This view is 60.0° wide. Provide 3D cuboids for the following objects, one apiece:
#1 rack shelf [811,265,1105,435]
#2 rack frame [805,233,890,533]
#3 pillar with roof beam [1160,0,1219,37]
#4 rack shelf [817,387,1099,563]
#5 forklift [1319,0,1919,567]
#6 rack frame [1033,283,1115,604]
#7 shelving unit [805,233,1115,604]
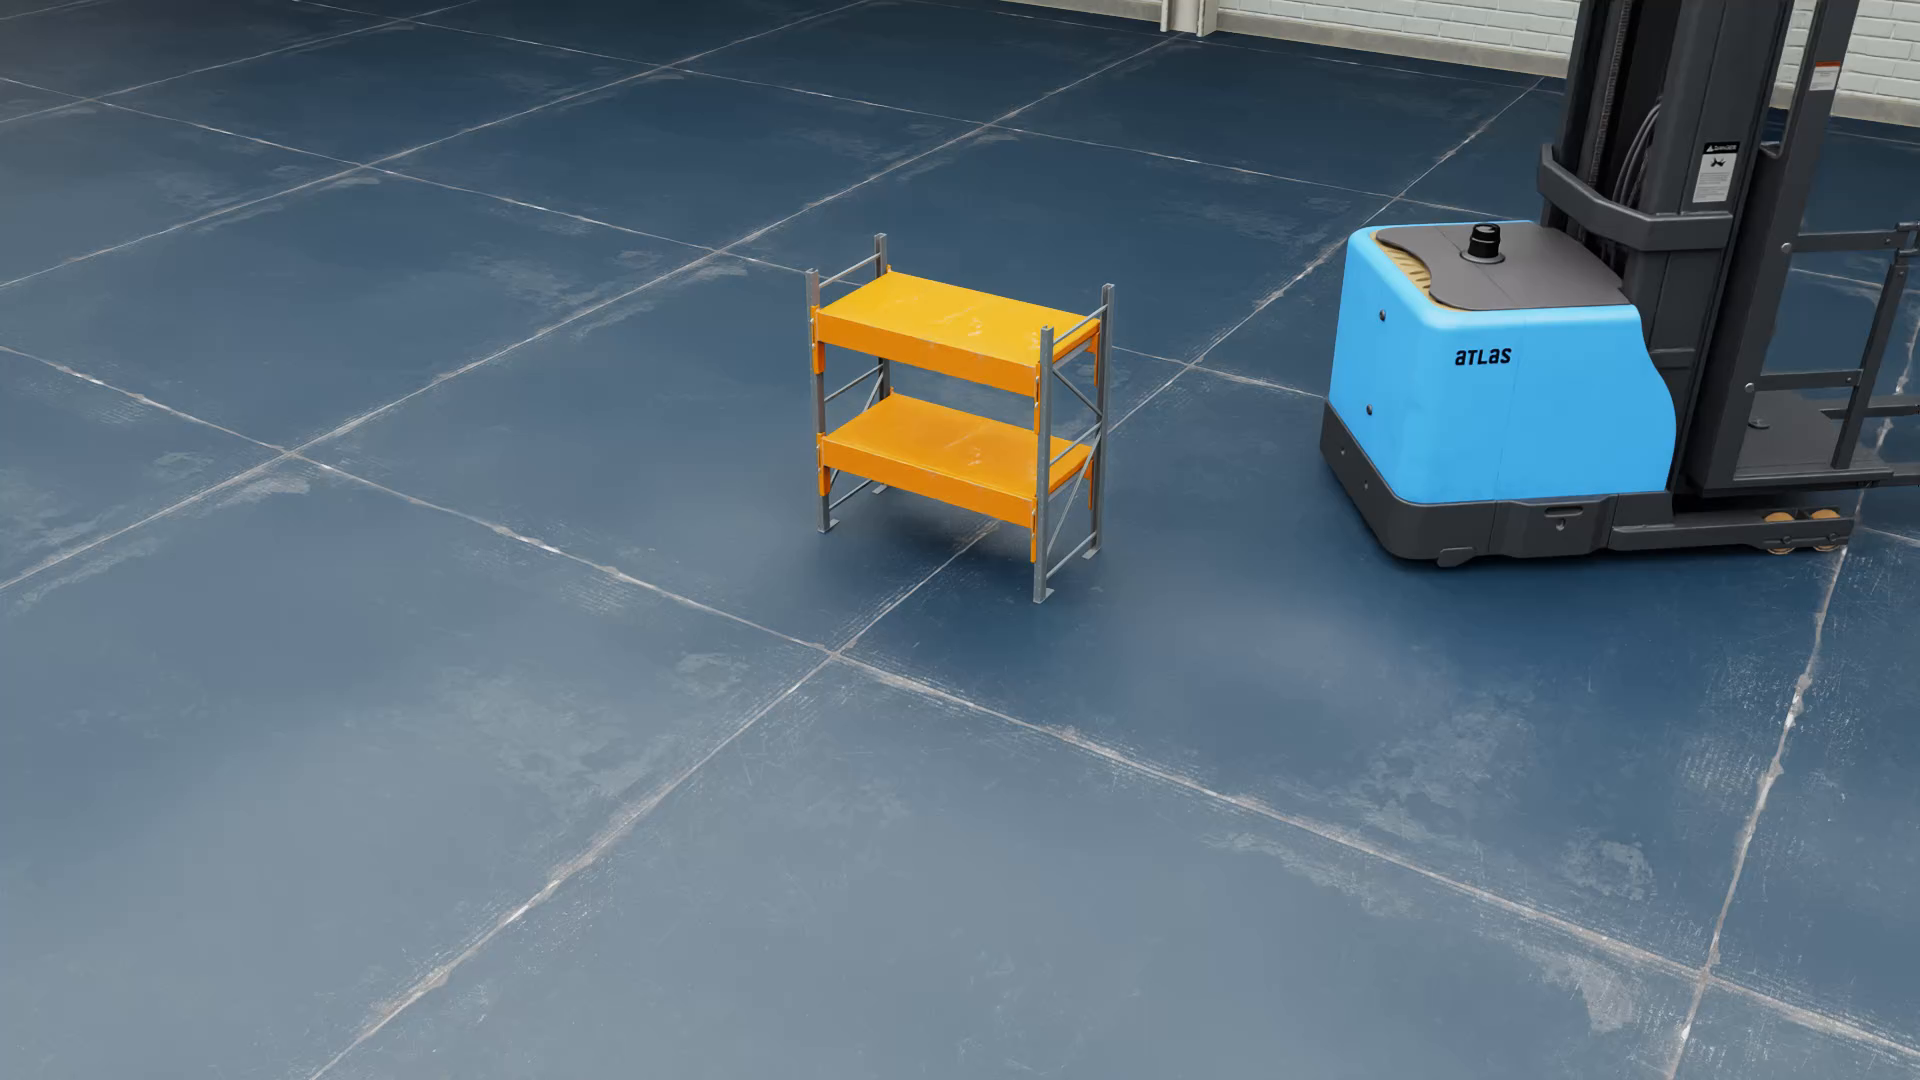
[{"bbox_3d":[-0.006,-0.740,6.322,1.000,0.278,0.538,18,35,27],"label":"rack shelf"},{"bbox_3d":[-0.436,-0.624,6.703,0.032,1.125,0.500,18,35,27],"label":"rack frame"},{"bbox_3d":[-0.331,-6.414,8.814,0.400,9.000,9.100,18,35,27],"label":"pillar with roof beam"},{"bbox_3d":[-0.006,-0.276,6.593,1.000,0.278,0.538,18,35,27],"label":"rack shelf"},{"bbox_3d":[3.129,-1.470,6.361,3.031,2.935,1.130,-3,30,-6],"label":"forklift"},{"bbox_3d":[0.425,-0.351,6.236,0.032,1.125,0.500,18,35,27],"label":"rack frame"},{"bbox_3d":[-0.006,-0.488,6.470,1.048,1.125,0.538,18,35,27],"label":"shelving unit"}]
